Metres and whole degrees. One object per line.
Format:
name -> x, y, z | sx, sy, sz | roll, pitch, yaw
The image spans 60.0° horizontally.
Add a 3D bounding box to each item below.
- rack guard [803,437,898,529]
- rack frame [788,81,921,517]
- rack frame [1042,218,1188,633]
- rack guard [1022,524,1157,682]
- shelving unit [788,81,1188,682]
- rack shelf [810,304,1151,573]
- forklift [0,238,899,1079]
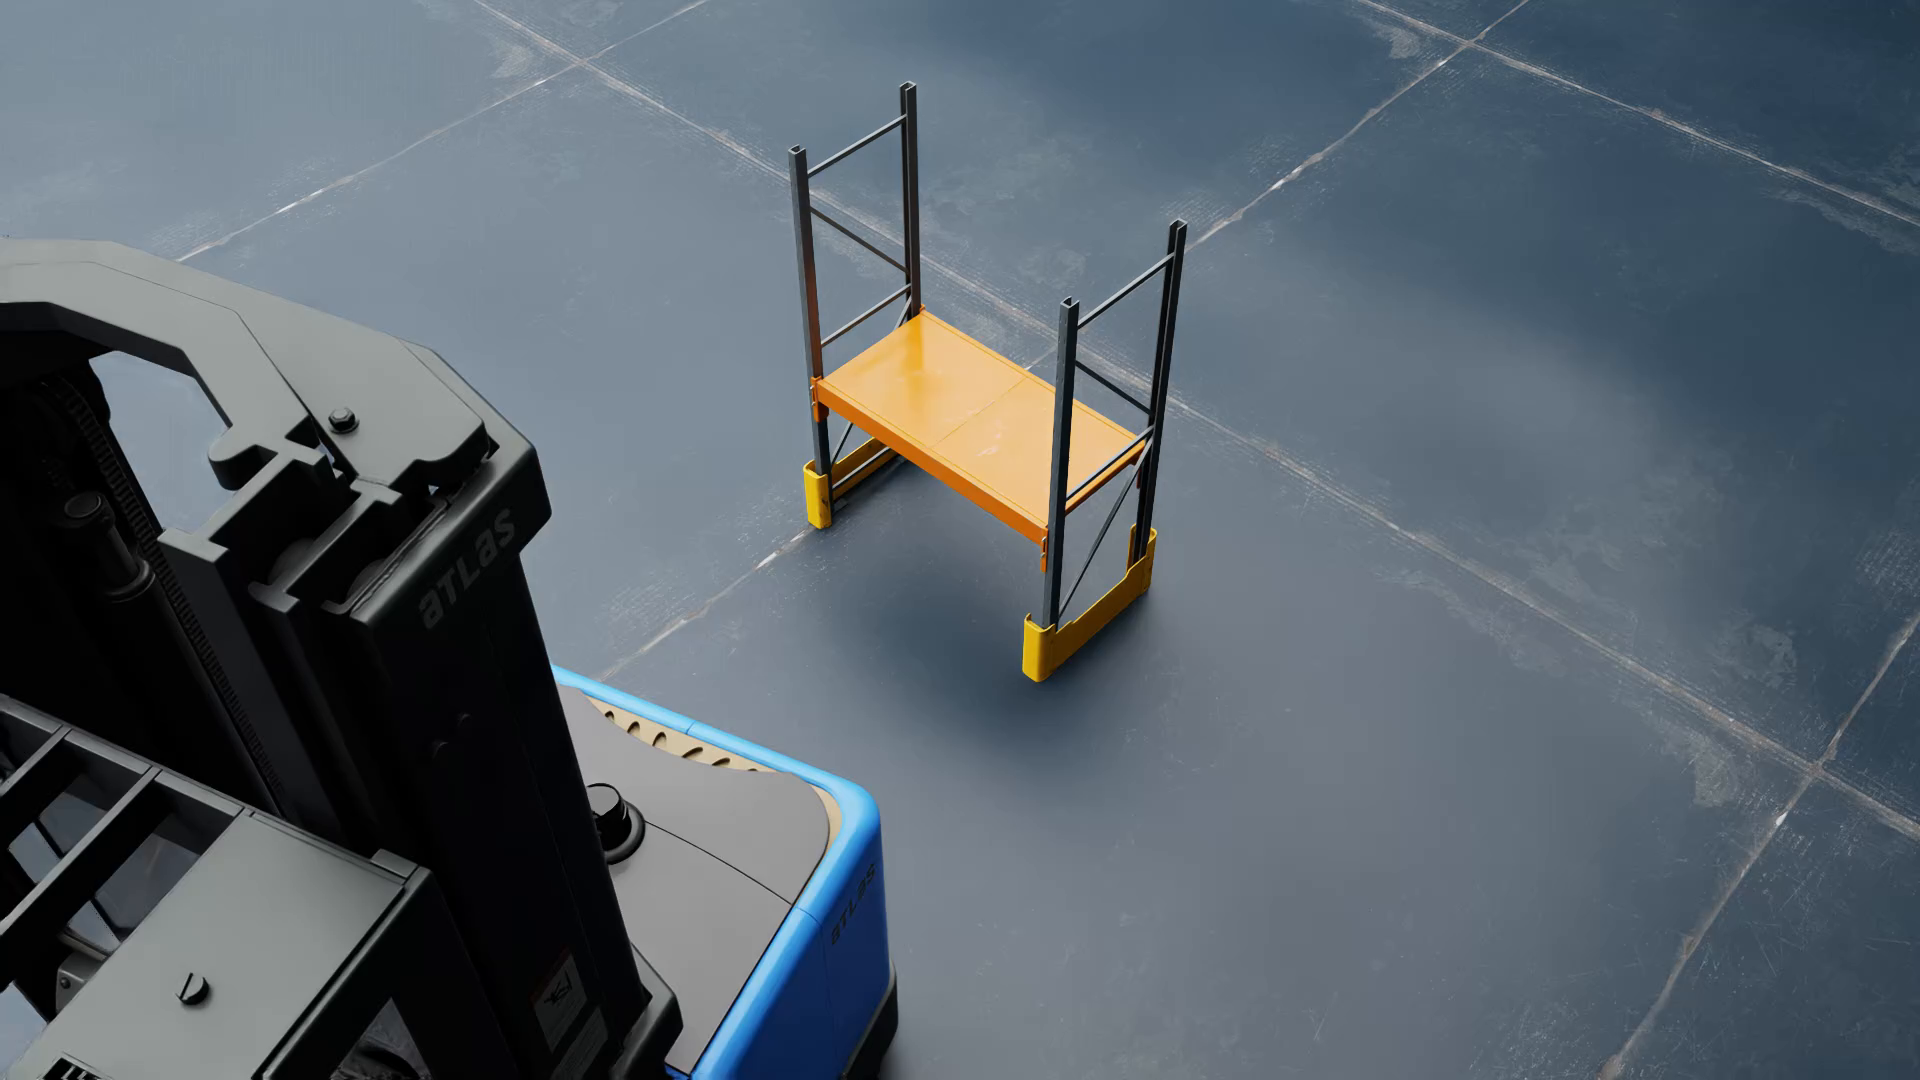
rack guard -> -0.310, -0.294, 5.855 | 0.087, 0.250, 0.587 | 34, 55, 28
rack frame -> -0.311, -0.723, 5.400 | 0.032, 1.500, 0.500 | 34, 55, 28
rack frame -> 0.436, -0.220, 4.928 | 0.032, 1.500, 0.500 | 34, 55, 28
rack guard -> 0.422, 0.198, 5.392 | 0.087, 0.250, 0.587 | 34, 55, 28
shelving unit -> 0.056, -0.476, 5.168 | 1.083, 1.500, 0.587 | 34, 55, 28
rack shelf -> 0.063, -0.348, 5.295 | 1.000, 0.185, 0.538 | 34, 55, 28
forklift -> -1.245, 1.130, 2.678 | 1.130, 2.935, 3.031 | 19, 50, 17
